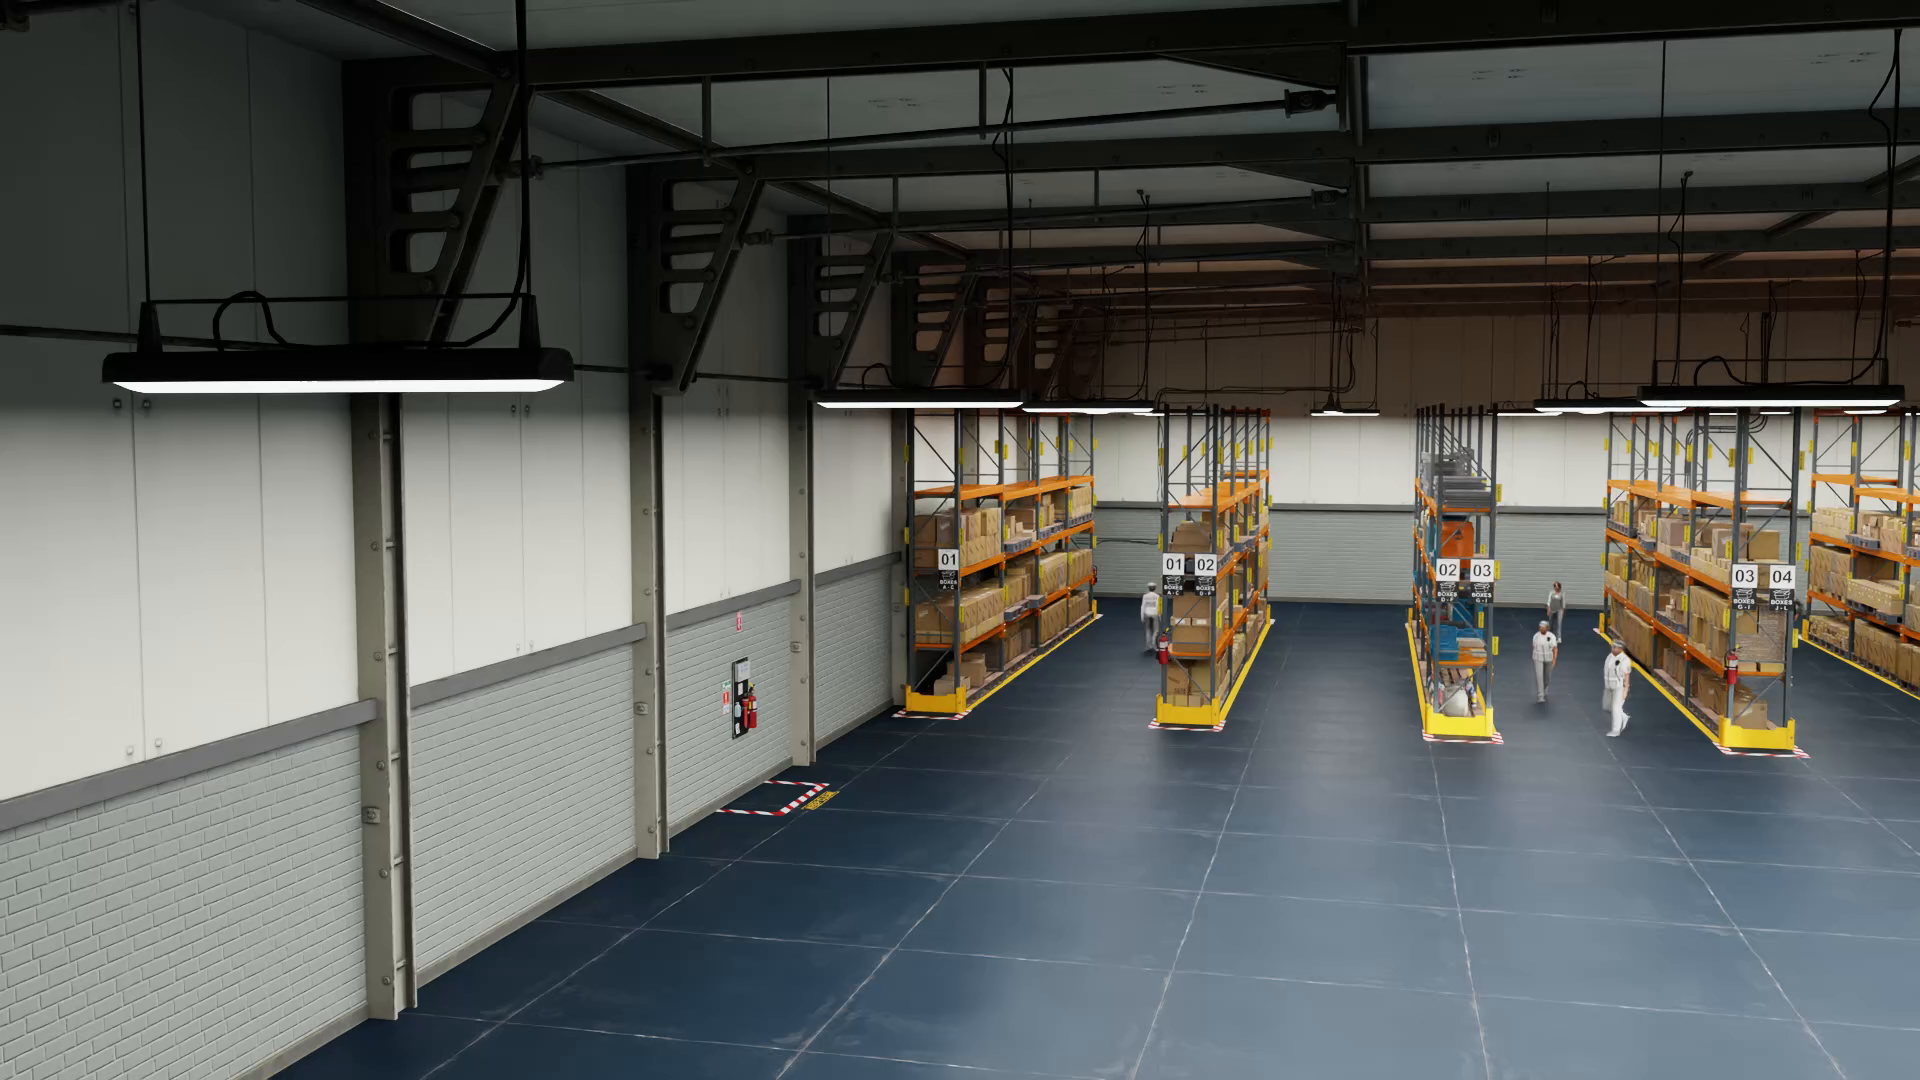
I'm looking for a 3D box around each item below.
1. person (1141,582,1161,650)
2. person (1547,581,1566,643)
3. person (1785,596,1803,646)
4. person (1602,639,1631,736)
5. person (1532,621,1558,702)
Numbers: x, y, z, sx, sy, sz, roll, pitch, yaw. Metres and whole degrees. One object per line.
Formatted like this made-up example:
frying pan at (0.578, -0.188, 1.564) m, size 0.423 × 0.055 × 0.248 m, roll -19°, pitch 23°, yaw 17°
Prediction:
person at (4.718, 1.899, 41.099) m, size 0.514 × 1.674 × 0.534 m, roll 1°, pitch 4°, yaw 19°
person at (15.315, 1.822, 42.713) m, size 0.464 × 1.536 × 0.986 m, roll 1°, pitch 4°, yaw 15°
person at (20.248, 1.946, 40.722) m, size 0.707 × 1.628 × 0.705 m, roll 2°, pitch 5°, yaw 23°
person at (11.876, 2.642, 30.005) m, size 0.654 × 1.750 × 0.544 m, roll -2°, pitch 5°, yaw -27°
person at (11.901, 2.439, 33.848) m, size 0.467 × 1.605 × 1.011 m, roll 1°, pitch 4°, yaw 12°
